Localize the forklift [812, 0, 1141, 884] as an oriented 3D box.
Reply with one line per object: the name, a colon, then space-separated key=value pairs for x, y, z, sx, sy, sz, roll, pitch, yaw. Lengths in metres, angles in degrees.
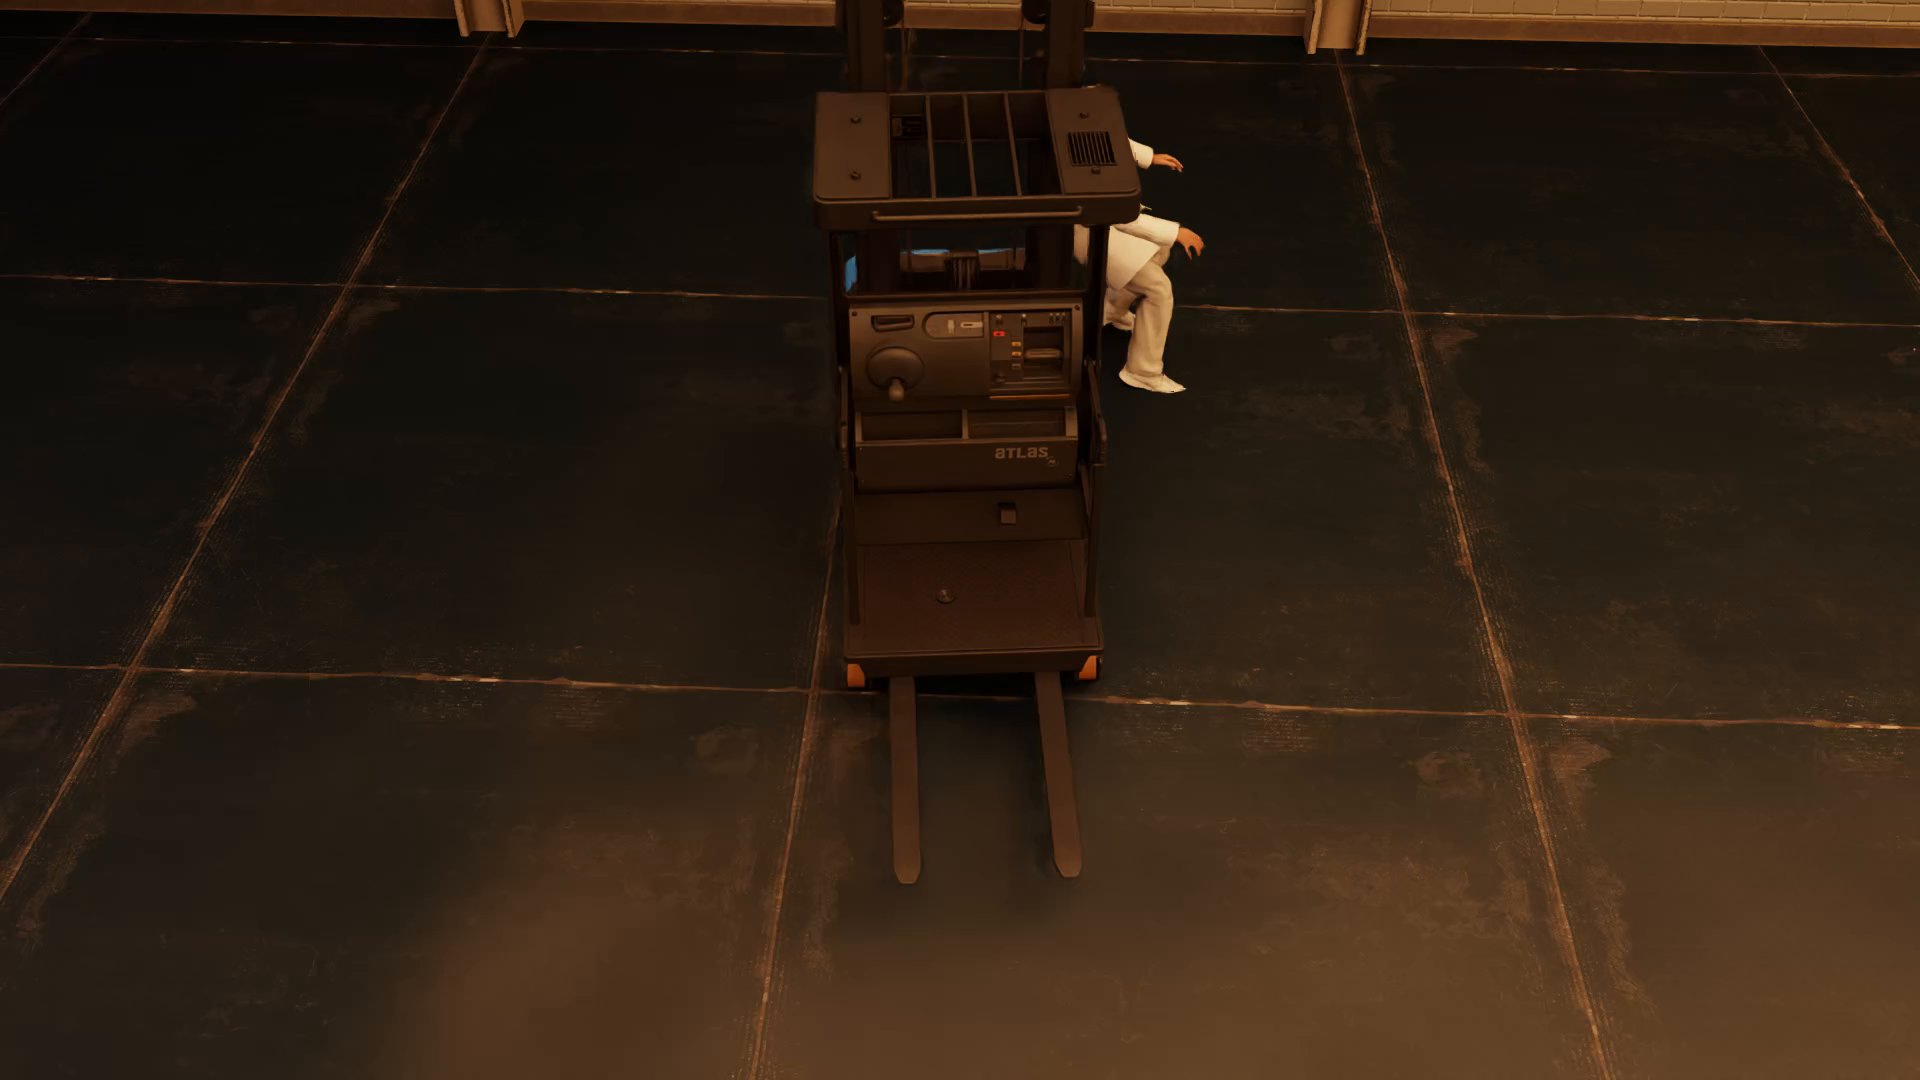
forklift: x=0.037 y=-0.670 z=6.476 sx=1.130 sy=2.935 sz=3.031 roll=-2 pitch=42 yaw=-2

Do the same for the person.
person: x=0.845 y=-1.593 z=8.542 sx=0.687 sy=1.624 sz=0.883 roll=-2 pitch=42 yaw=-3
